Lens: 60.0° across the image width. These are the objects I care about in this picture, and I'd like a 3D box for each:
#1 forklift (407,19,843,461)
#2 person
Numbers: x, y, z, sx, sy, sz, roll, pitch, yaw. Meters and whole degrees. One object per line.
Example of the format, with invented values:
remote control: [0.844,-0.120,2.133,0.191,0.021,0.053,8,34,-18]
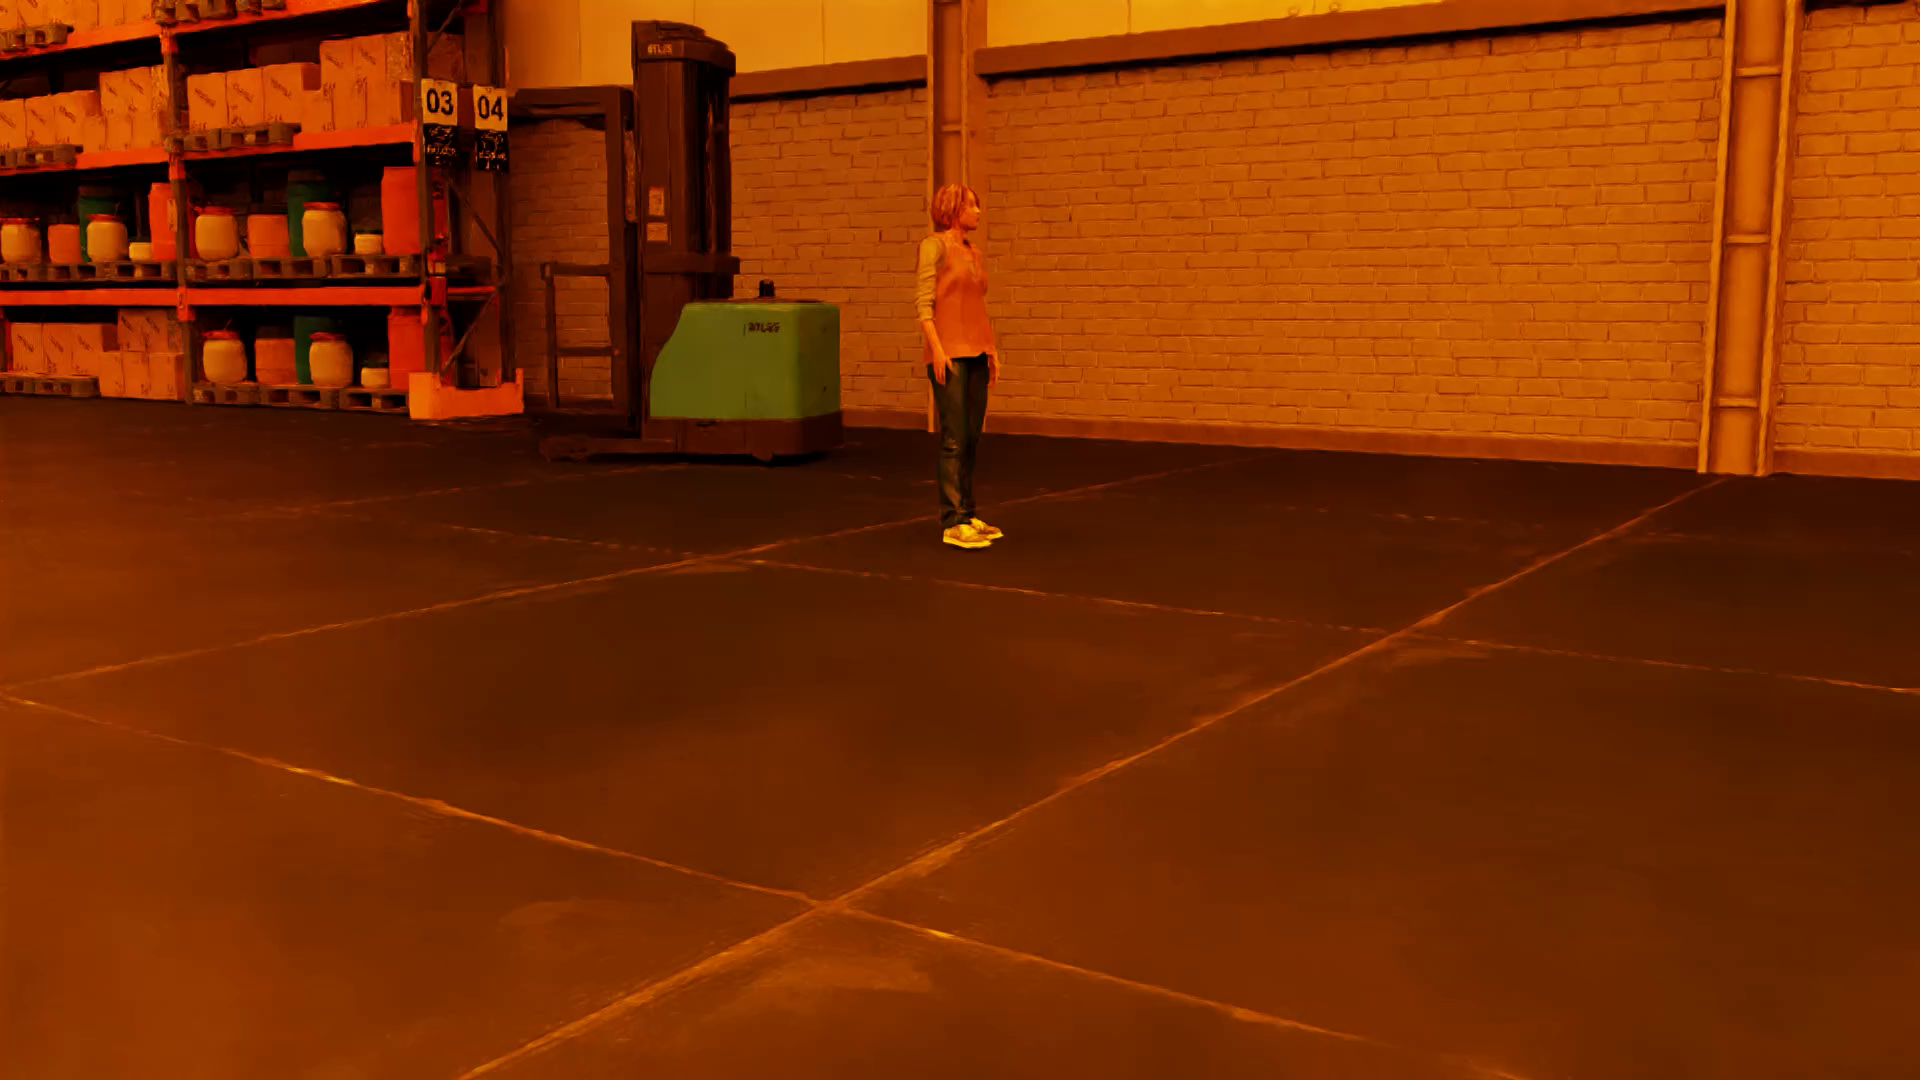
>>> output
forklift: [-2.413,-2.061,11.683,3.031,2.935,1.130,2,8,14]
person: [0.054,-0.783,7.439,0.474,1.583,0.520,5,10,34]
